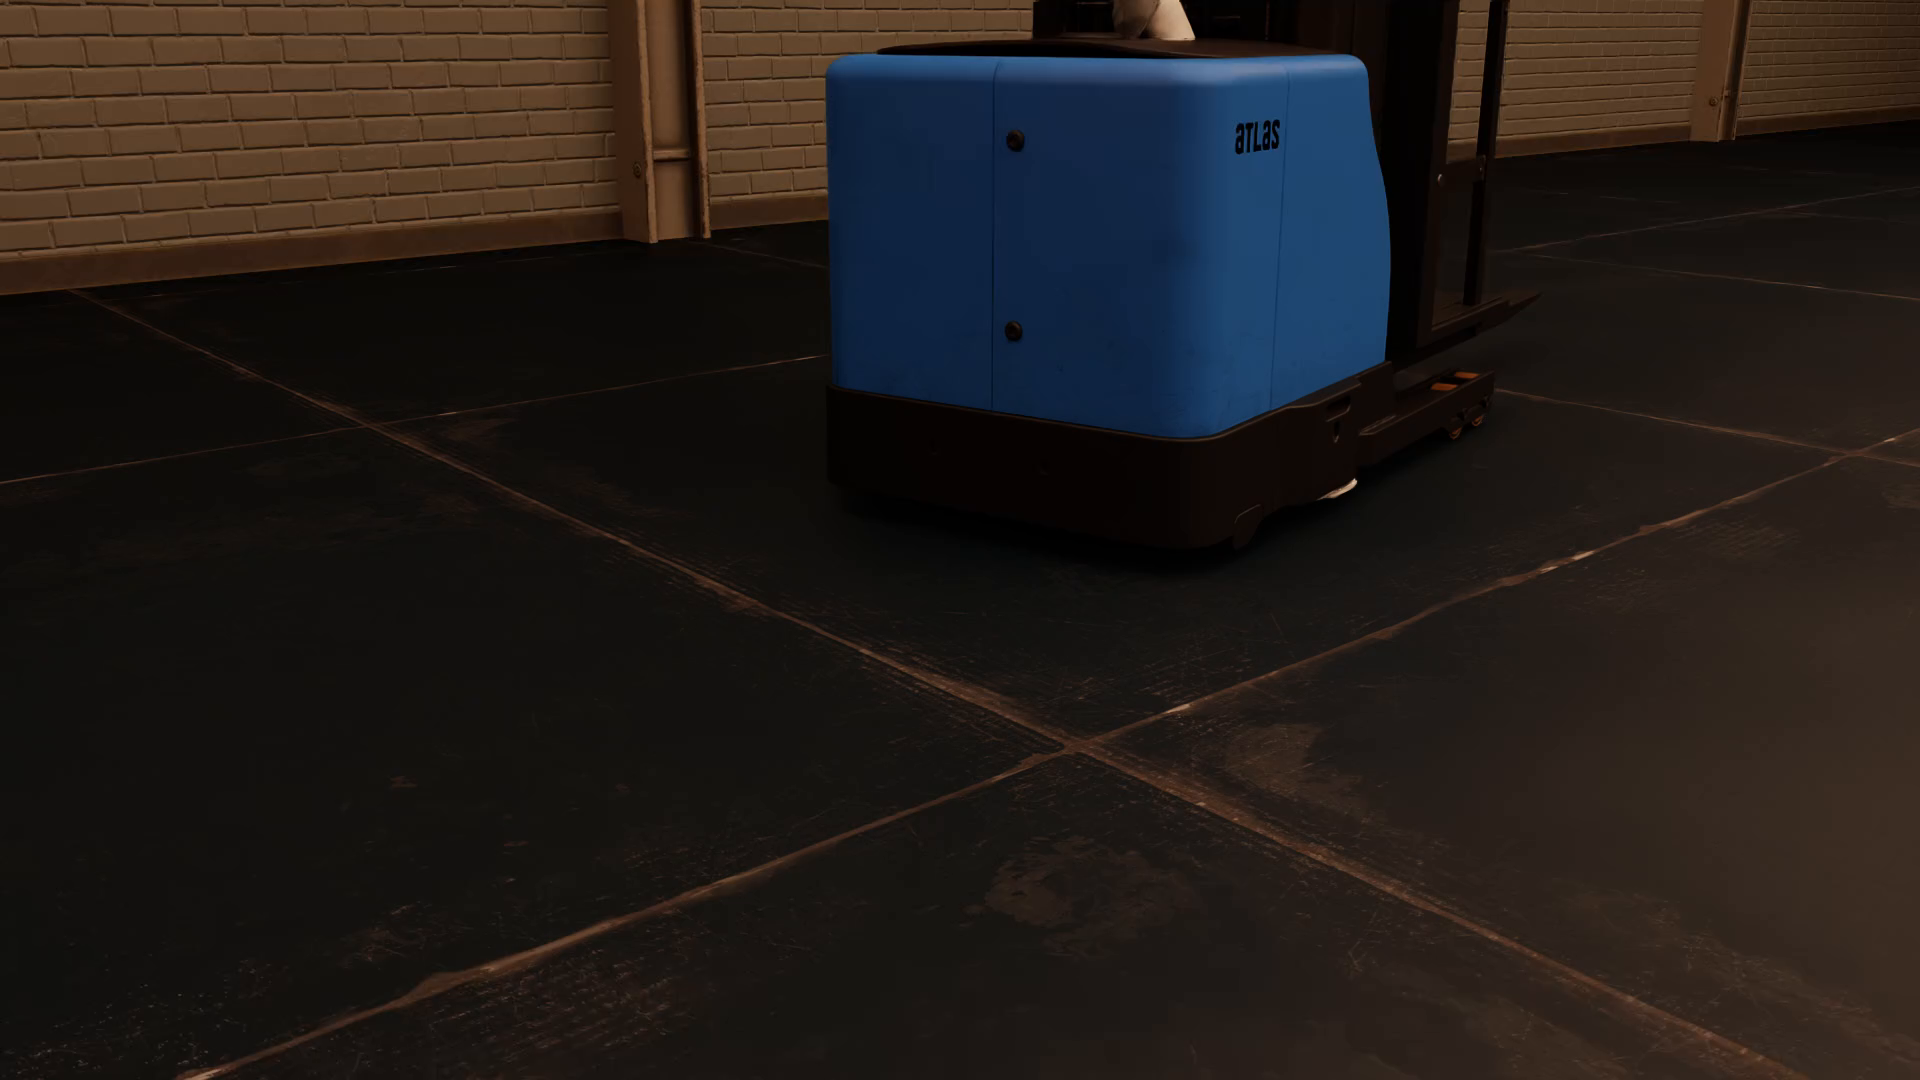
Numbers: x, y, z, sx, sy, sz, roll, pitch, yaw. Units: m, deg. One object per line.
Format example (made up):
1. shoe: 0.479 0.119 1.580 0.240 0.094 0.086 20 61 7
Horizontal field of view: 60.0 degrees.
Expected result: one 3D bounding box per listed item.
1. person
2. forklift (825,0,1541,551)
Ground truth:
1. person: 0.613 -0.875 4.126 0.635 1.495 0.666 -4 18 -14
2. forklift: 0.929 -1.757 4.557 1.130 2.935 3.031 12 21 33
